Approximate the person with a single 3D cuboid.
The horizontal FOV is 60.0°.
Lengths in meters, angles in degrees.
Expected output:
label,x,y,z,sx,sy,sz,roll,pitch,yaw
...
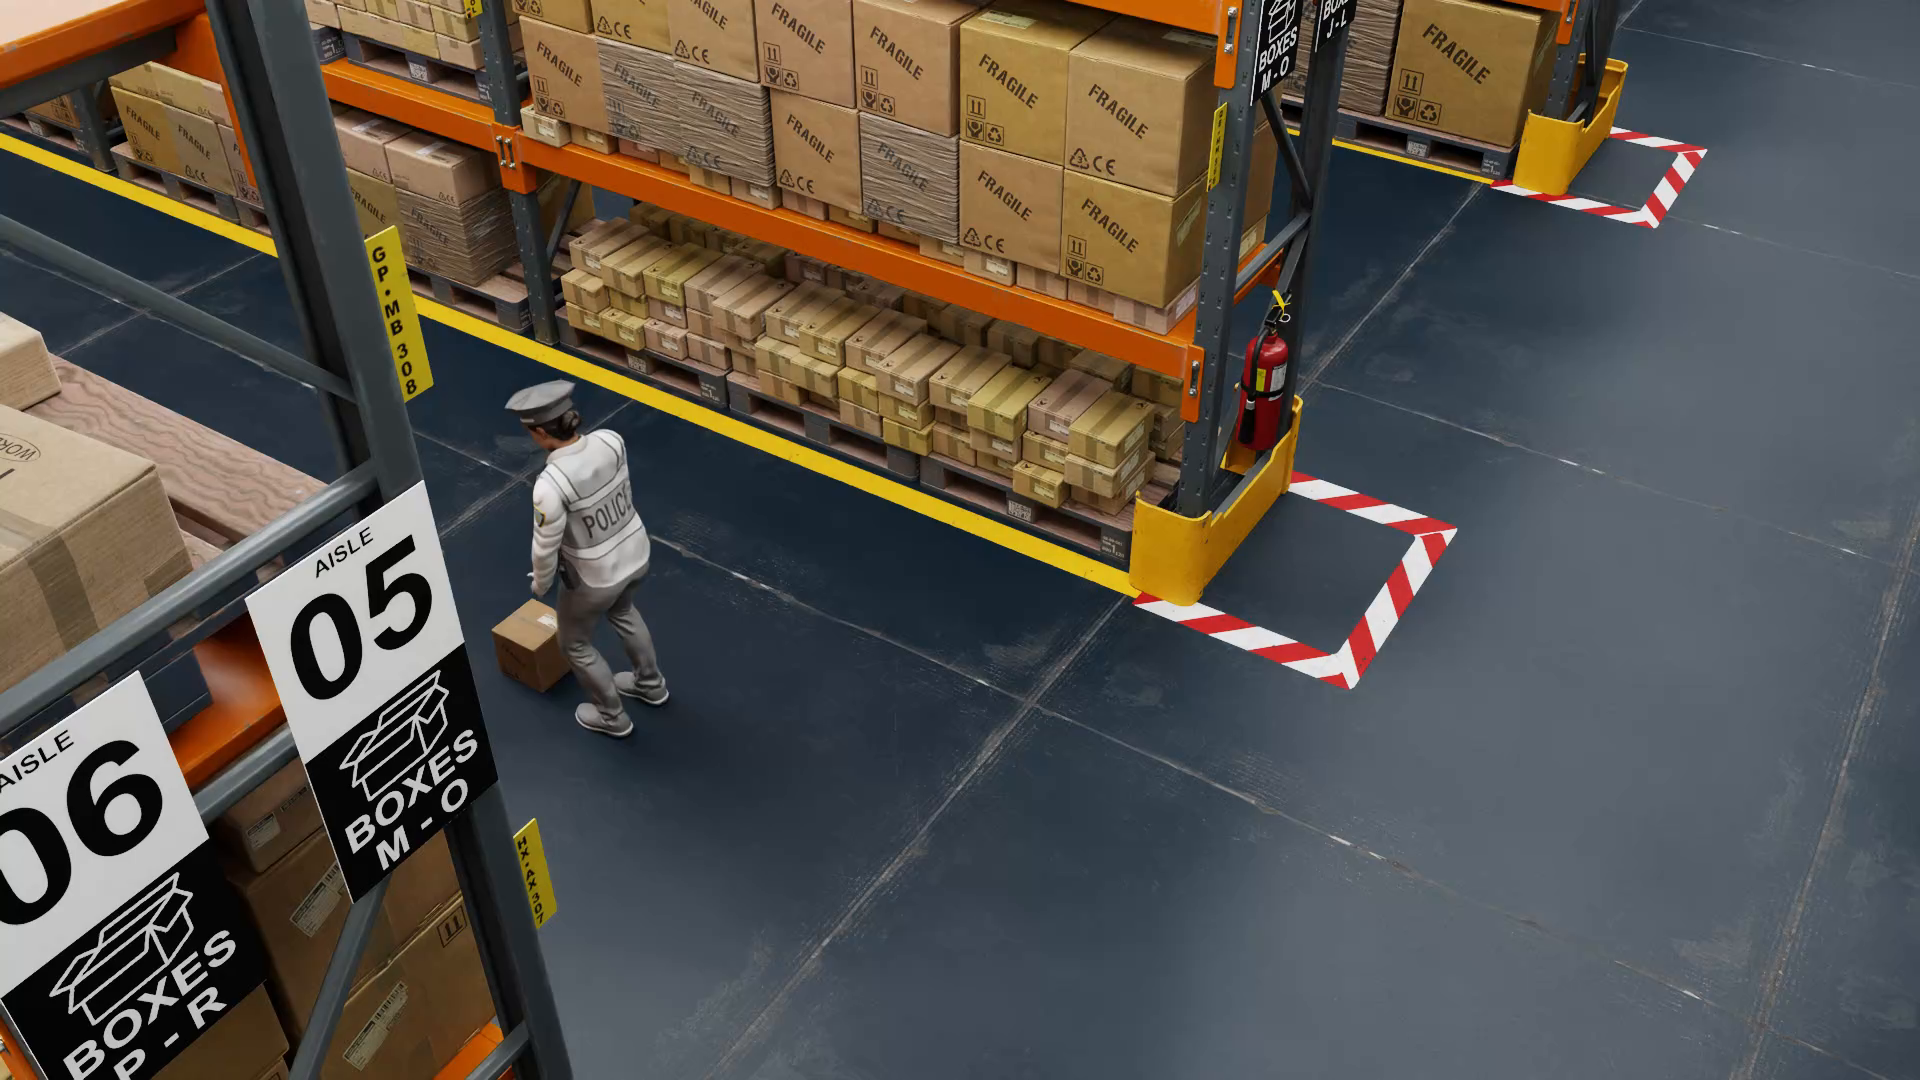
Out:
label,x,y,z,sx,sy,sz,roll,pitch,yaw
person,-1.470,0.101,6.594,0.446,1.626,0.500,23,44,26
